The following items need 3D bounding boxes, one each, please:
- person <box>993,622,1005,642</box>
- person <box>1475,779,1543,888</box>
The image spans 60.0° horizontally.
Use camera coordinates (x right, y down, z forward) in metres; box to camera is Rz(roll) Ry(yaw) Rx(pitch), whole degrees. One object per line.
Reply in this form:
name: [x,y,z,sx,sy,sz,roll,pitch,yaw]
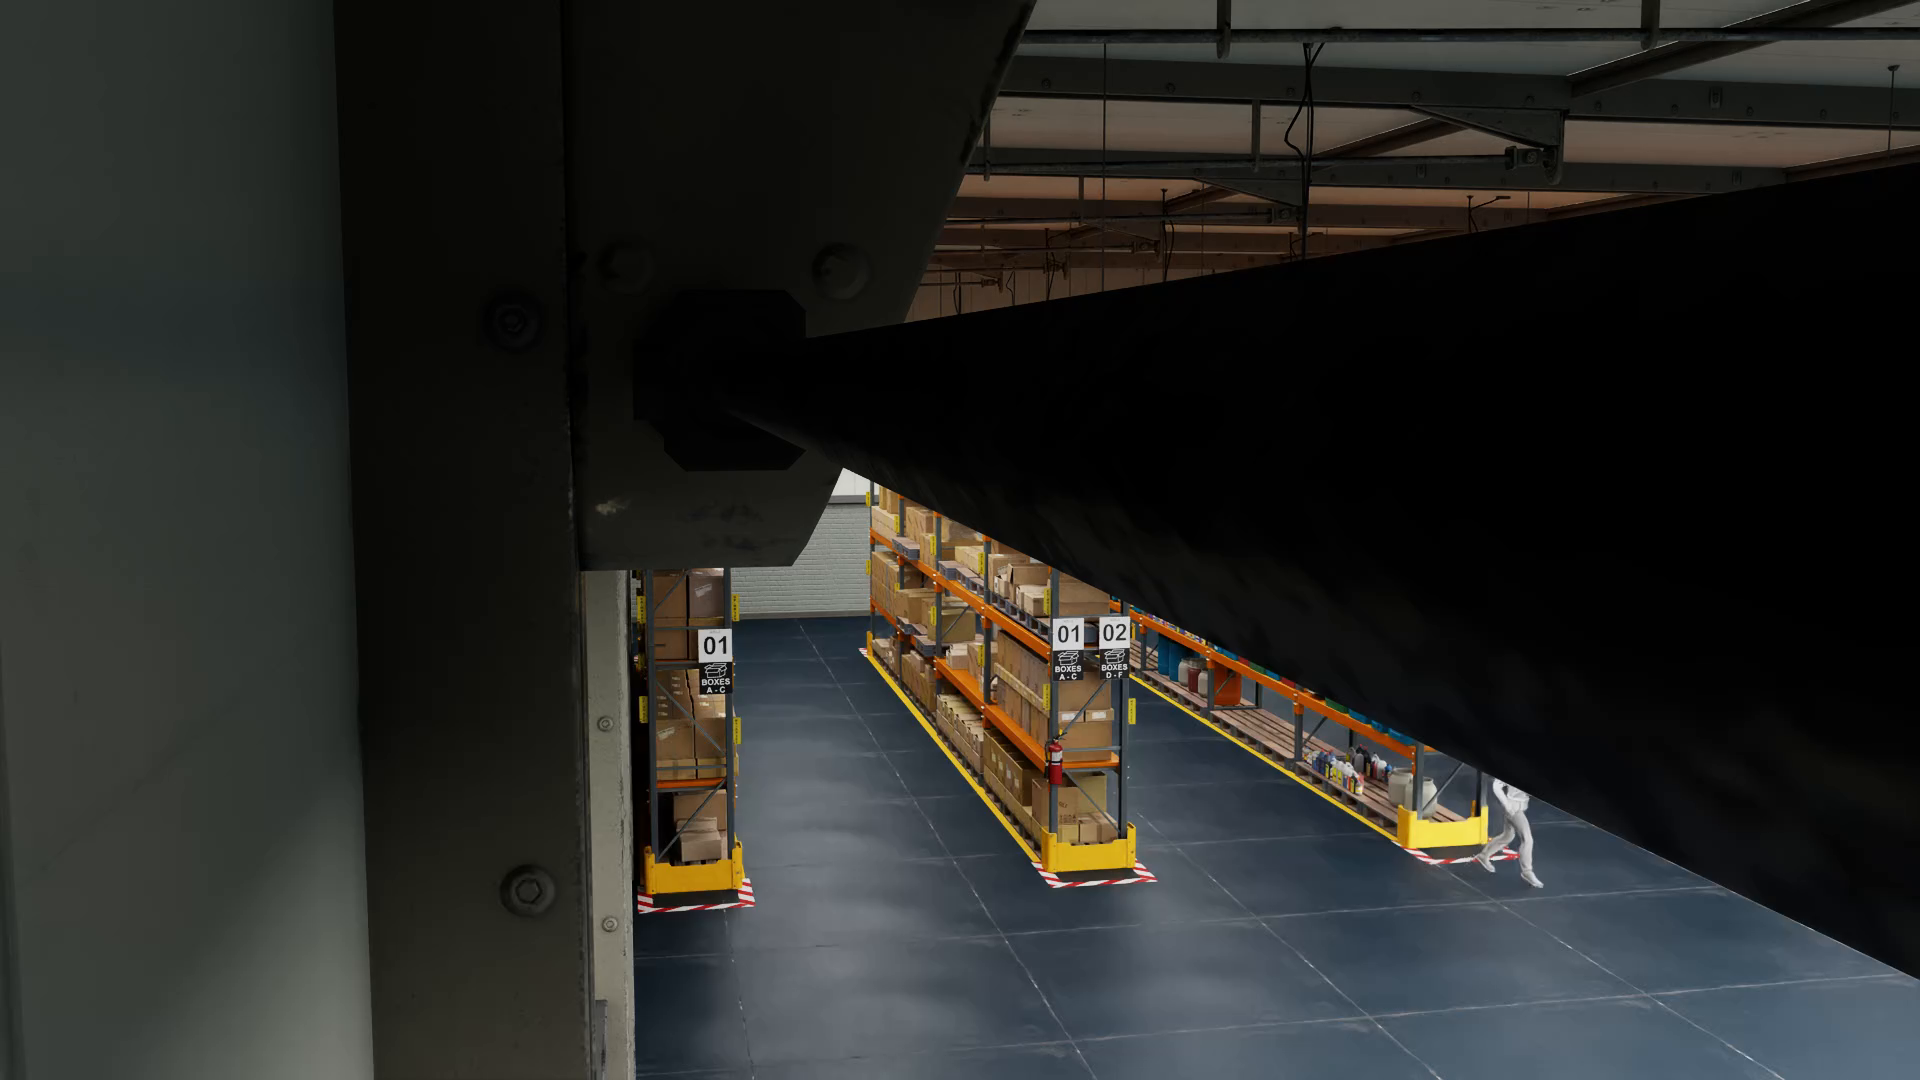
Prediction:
person: [0.847,1.761,35.317,0.660,1.724,0.989,-3,6,-23]
person: [6.817,3.347,20.497,0.826,1.727,0.617,4,7,32]
